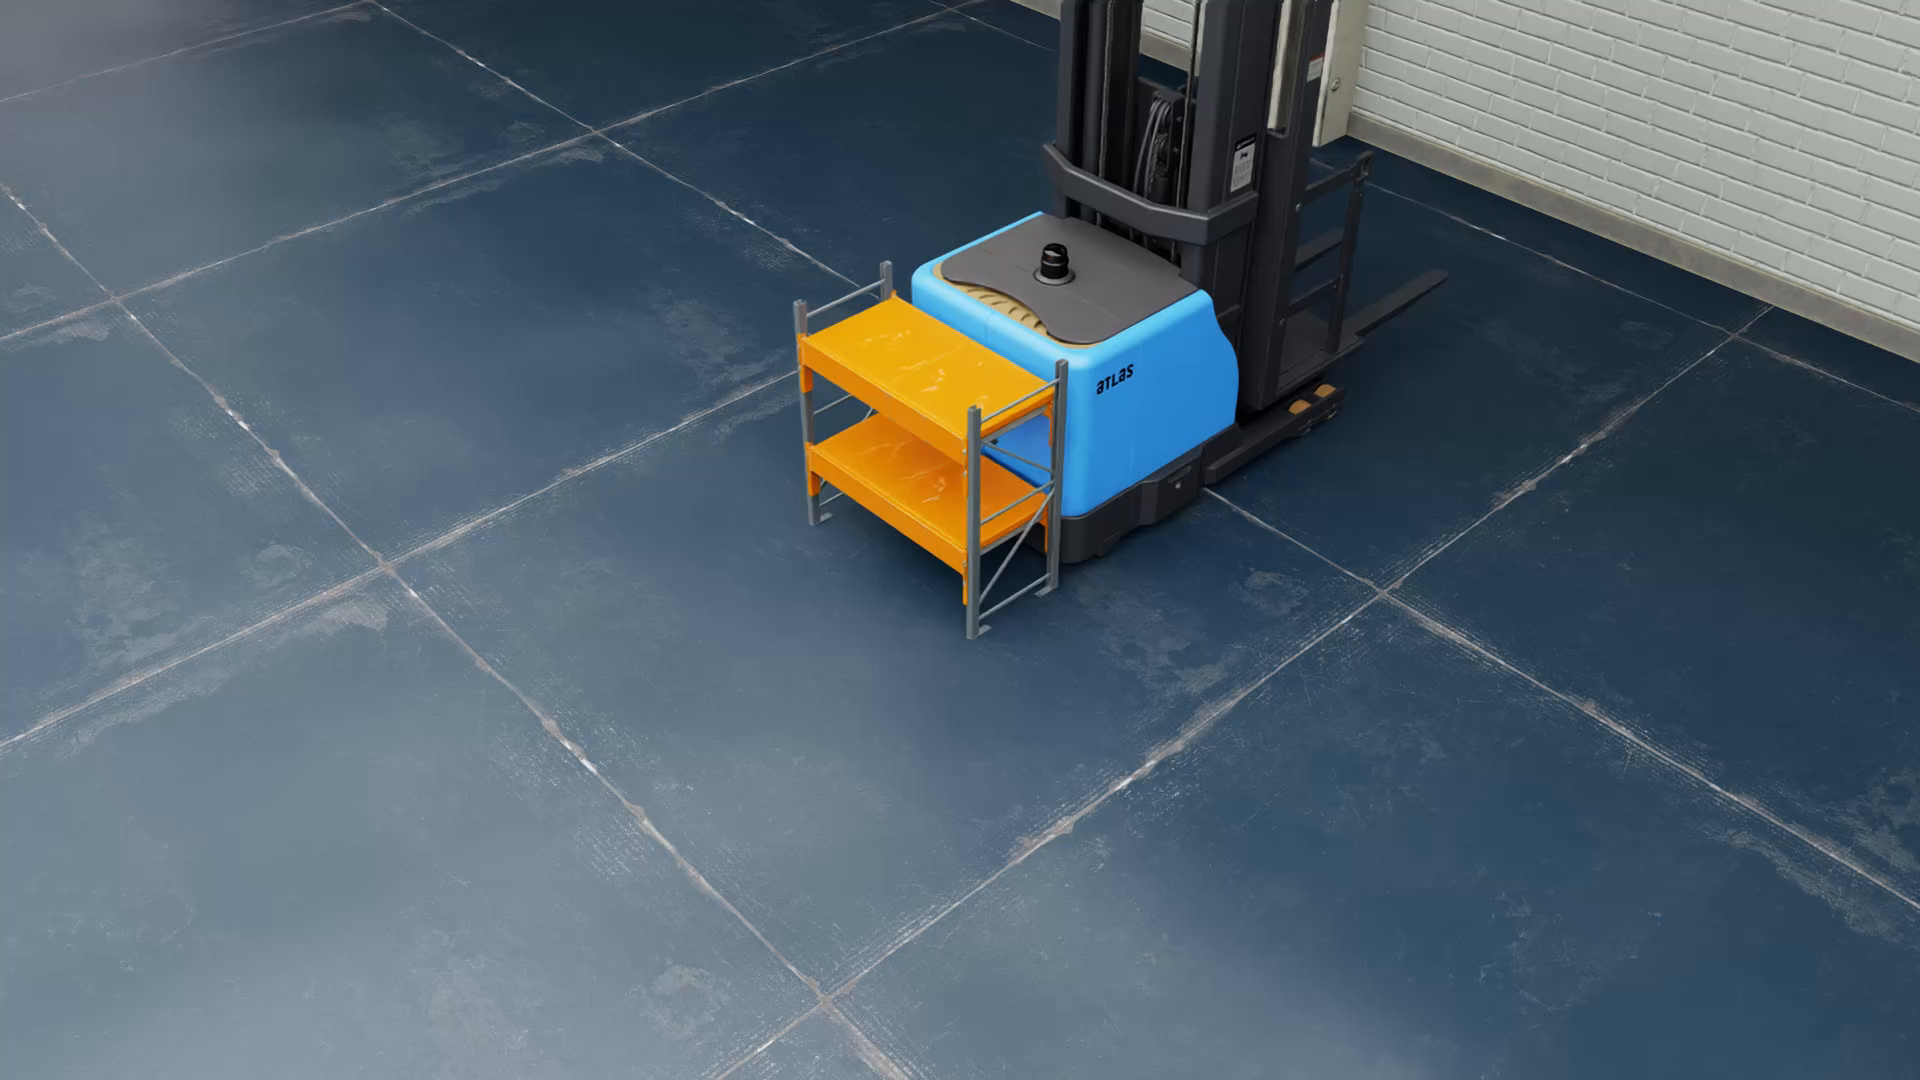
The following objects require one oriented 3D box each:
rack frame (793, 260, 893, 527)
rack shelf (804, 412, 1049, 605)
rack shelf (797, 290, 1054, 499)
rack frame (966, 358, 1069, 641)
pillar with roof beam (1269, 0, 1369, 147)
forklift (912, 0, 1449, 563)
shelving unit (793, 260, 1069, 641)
[{"bbox_3d":[-0.473,-0.609,7.109,0.500,1.125,0.032,-30,48,-32],"label":"rack frame"},{"bbox_3d":[-0.127,-0.185,6.973,0.538,0.278,1.000,-30,48,-32],"label":"rack shelf"},{"bbox_3d":[-0.127,-0.603,6.635,0.538,0.278,1.000,-30,48,-32],"label":"rack shelf"},{"bbox_3d":[0.219,-0.141,6.530,0.500,1.125,0.032,-30,48,-32],"label":"rack frame"},{"bbox_3d":[-0.984,-4.248,5.347,9.100,9.000,0.400,-30,48,-32],"label":"pillar with roof beam"},{"bbox_3d":[1.201,-1.849,7.206,3.031,2.935,1.130,-31,48,-32],"label":"forklift"},{"bbox_3d":[-0.127,-0.375,6.819,0.538,1.125,1.048,-30,48,-32],"label":"shelving unit"}]
